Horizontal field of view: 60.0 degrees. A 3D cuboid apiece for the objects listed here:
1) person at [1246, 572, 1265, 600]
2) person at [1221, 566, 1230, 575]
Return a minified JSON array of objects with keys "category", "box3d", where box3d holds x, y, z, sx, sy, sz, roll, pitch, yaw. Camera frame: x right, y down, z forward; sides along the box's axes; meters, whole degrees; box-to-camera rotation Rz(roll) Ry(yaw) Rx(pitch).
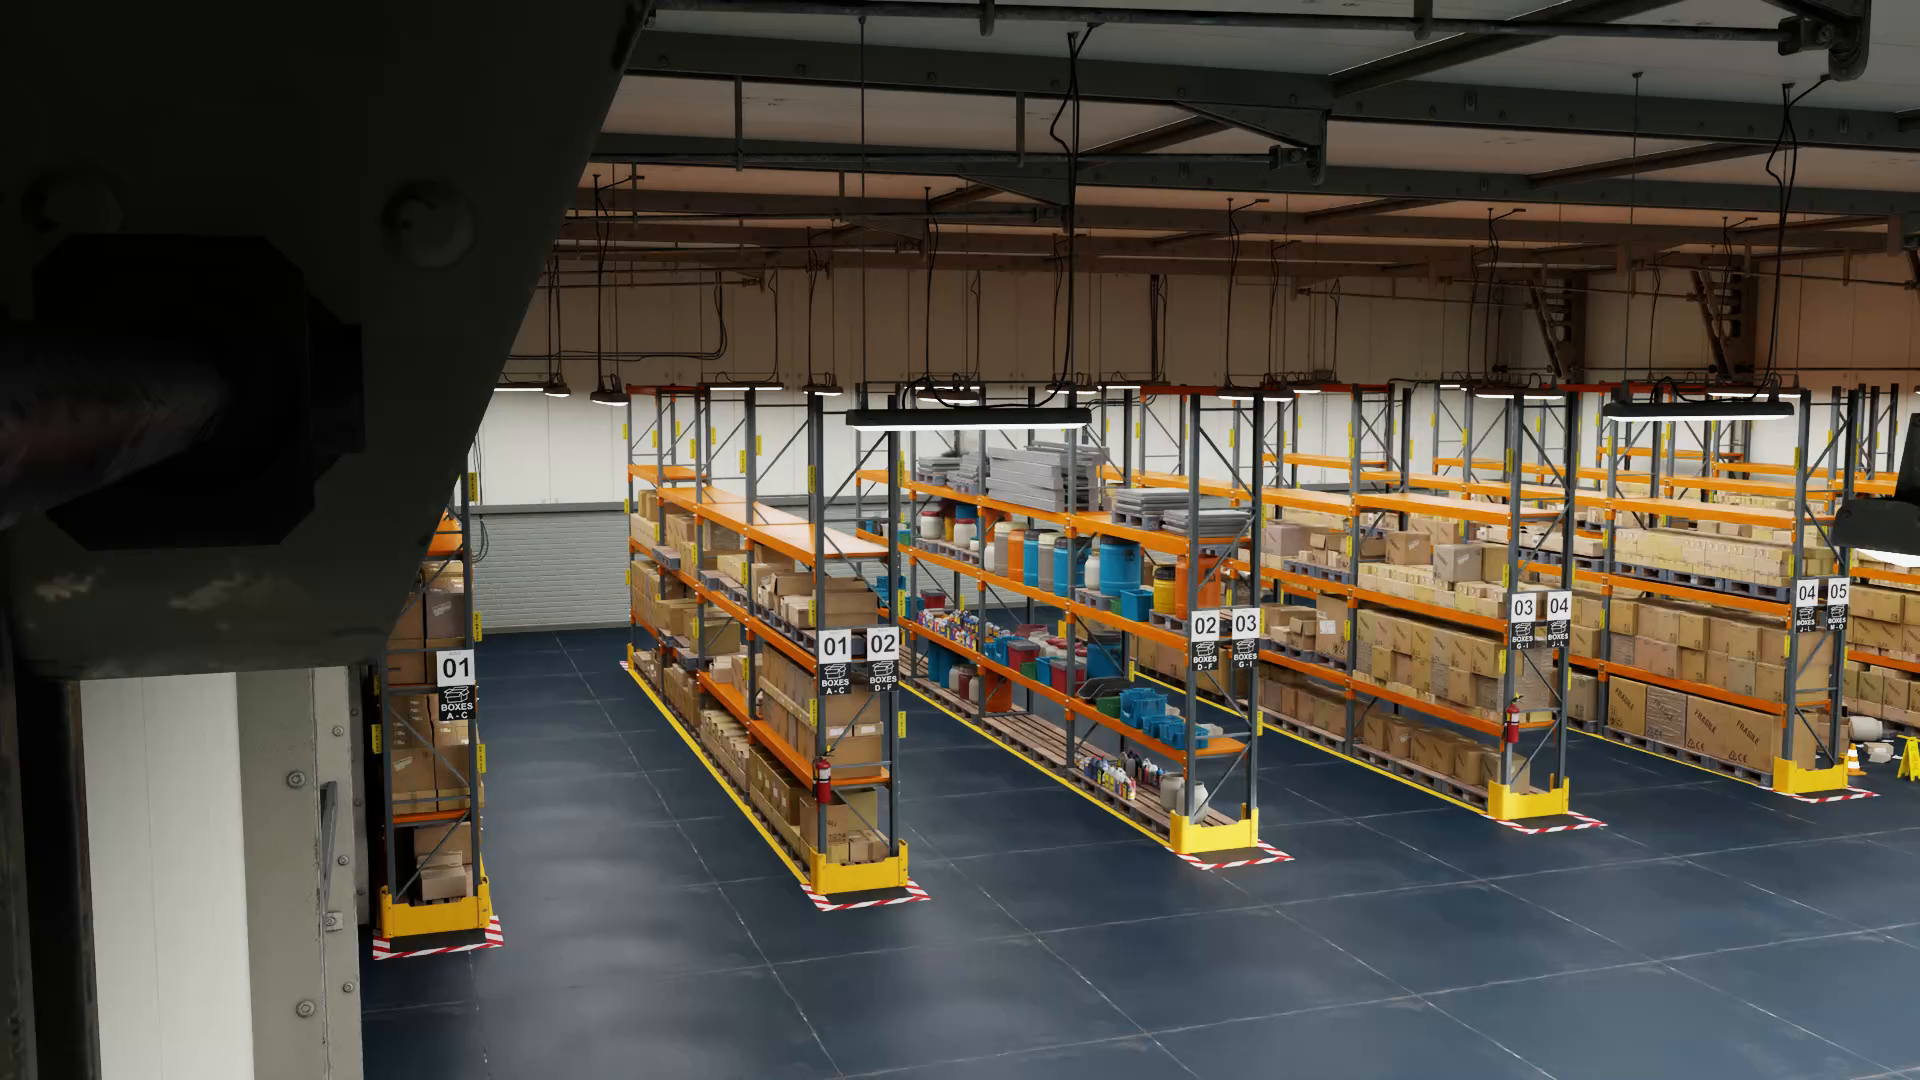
[{"category":"person","box3d":[6.562,1.574,37.666,0.668,1.841,0.732,-1,6,-13]},{"category":"person","box3d":[6.466,1.269,40.926,0.831,1.680,0.746,5,8,41]}]
